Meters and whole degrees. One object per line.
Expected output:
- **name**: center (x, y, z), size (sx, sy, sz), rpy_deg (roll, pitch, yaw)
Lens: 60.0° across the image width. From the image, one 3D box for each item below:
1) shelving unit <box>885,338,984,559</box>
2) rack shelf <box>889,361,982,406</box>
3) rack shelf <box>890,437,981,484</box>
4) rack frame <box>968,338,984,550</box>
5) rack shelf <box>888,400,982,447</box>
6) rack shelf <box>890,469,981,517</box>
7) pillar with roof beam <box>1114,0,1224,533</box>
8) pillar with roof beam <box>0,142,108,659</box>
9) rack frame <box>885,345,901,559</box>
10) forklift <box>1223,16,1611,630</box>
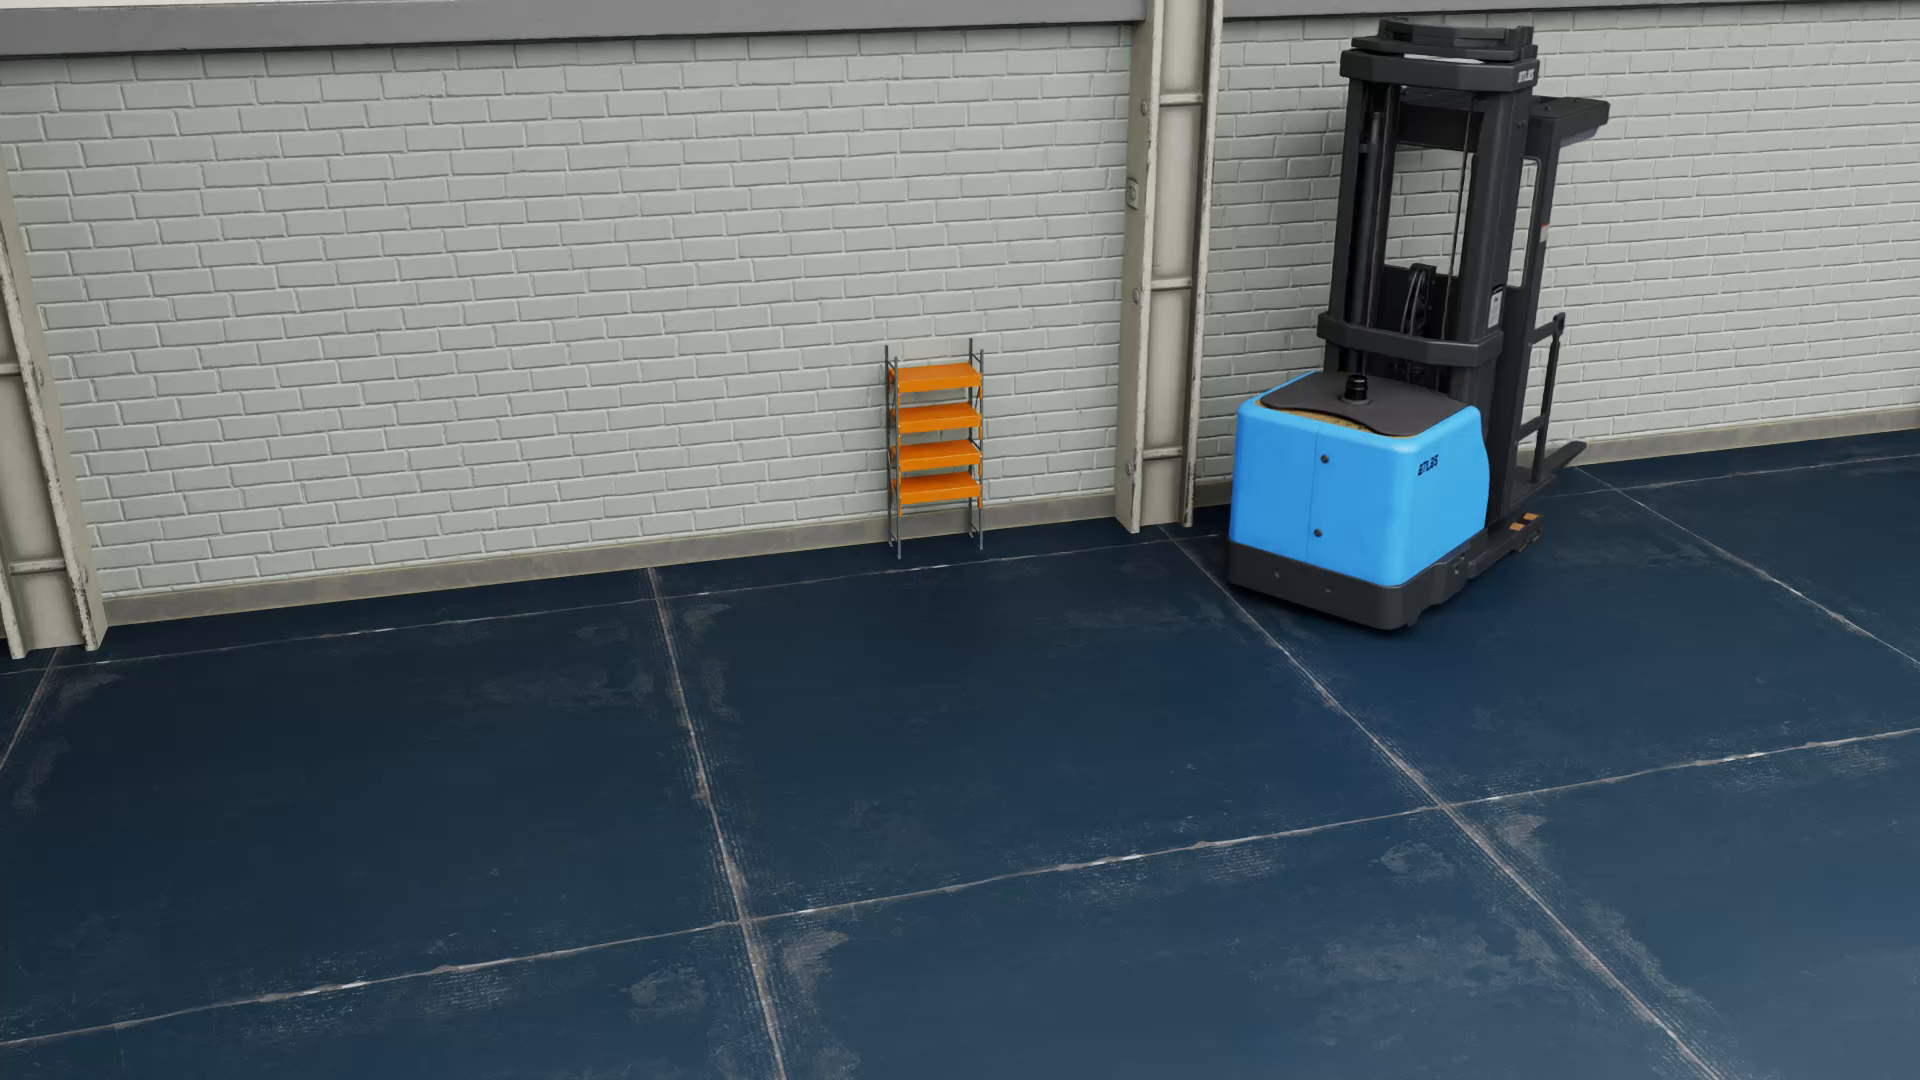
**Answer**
- **shelving unit**: center (-0.144, -0.514, 9.426), size (0.503, 1.200, 0.258), rpy_deg (-7, 24, -15)
- **rack shelf**: center (-0.144, -0.875, 9.270), size (0.480, 0.148, 0.258), rpy_deg (-7, 24, -15)
- **rack shelf**: center (-0.144, -0.452, 9.453), size (0.480, 0.148, 0.258), rpy_deg (-7, 24, -15)
- **rack frame**: center (0.091, -0.541, 9.488), size (0.015, 1.200, 0.240), rpy_deg (-7, 24, -15)
- **rack shelf**: center (-0.144, -0.658, 9.364), size (0.480, 0.148, 0.258), rpy_deg (-7, 24, -15)
- **rack shelf**: center (-0.144, -0.270, 9.531), size (0.480, 0.148, 0.258), rpy_deg (-7, 24, -15)
- **pillar with roof beam**: center (2.324, -2.621, 4.446), size (0.400, 9.000, 9.100), rpy_deg (-6, 24, -14)
- **pillar with roof beam**: center (-3.453, -1.982, 2.956), size (0.400, 9.000, 9.100), rpy_deg (-6, 24, -14)
- **rack frame**: center (-0.378, -0.487, 9.363), size (0.015, 1.200, 0.240), rpy_deg (-7, 24, -15)
- **forklift**: center (2.777, -1.393, 9.280), size (1.130, 2.935, 3.031), rpy_deg (18, 29, 36)
